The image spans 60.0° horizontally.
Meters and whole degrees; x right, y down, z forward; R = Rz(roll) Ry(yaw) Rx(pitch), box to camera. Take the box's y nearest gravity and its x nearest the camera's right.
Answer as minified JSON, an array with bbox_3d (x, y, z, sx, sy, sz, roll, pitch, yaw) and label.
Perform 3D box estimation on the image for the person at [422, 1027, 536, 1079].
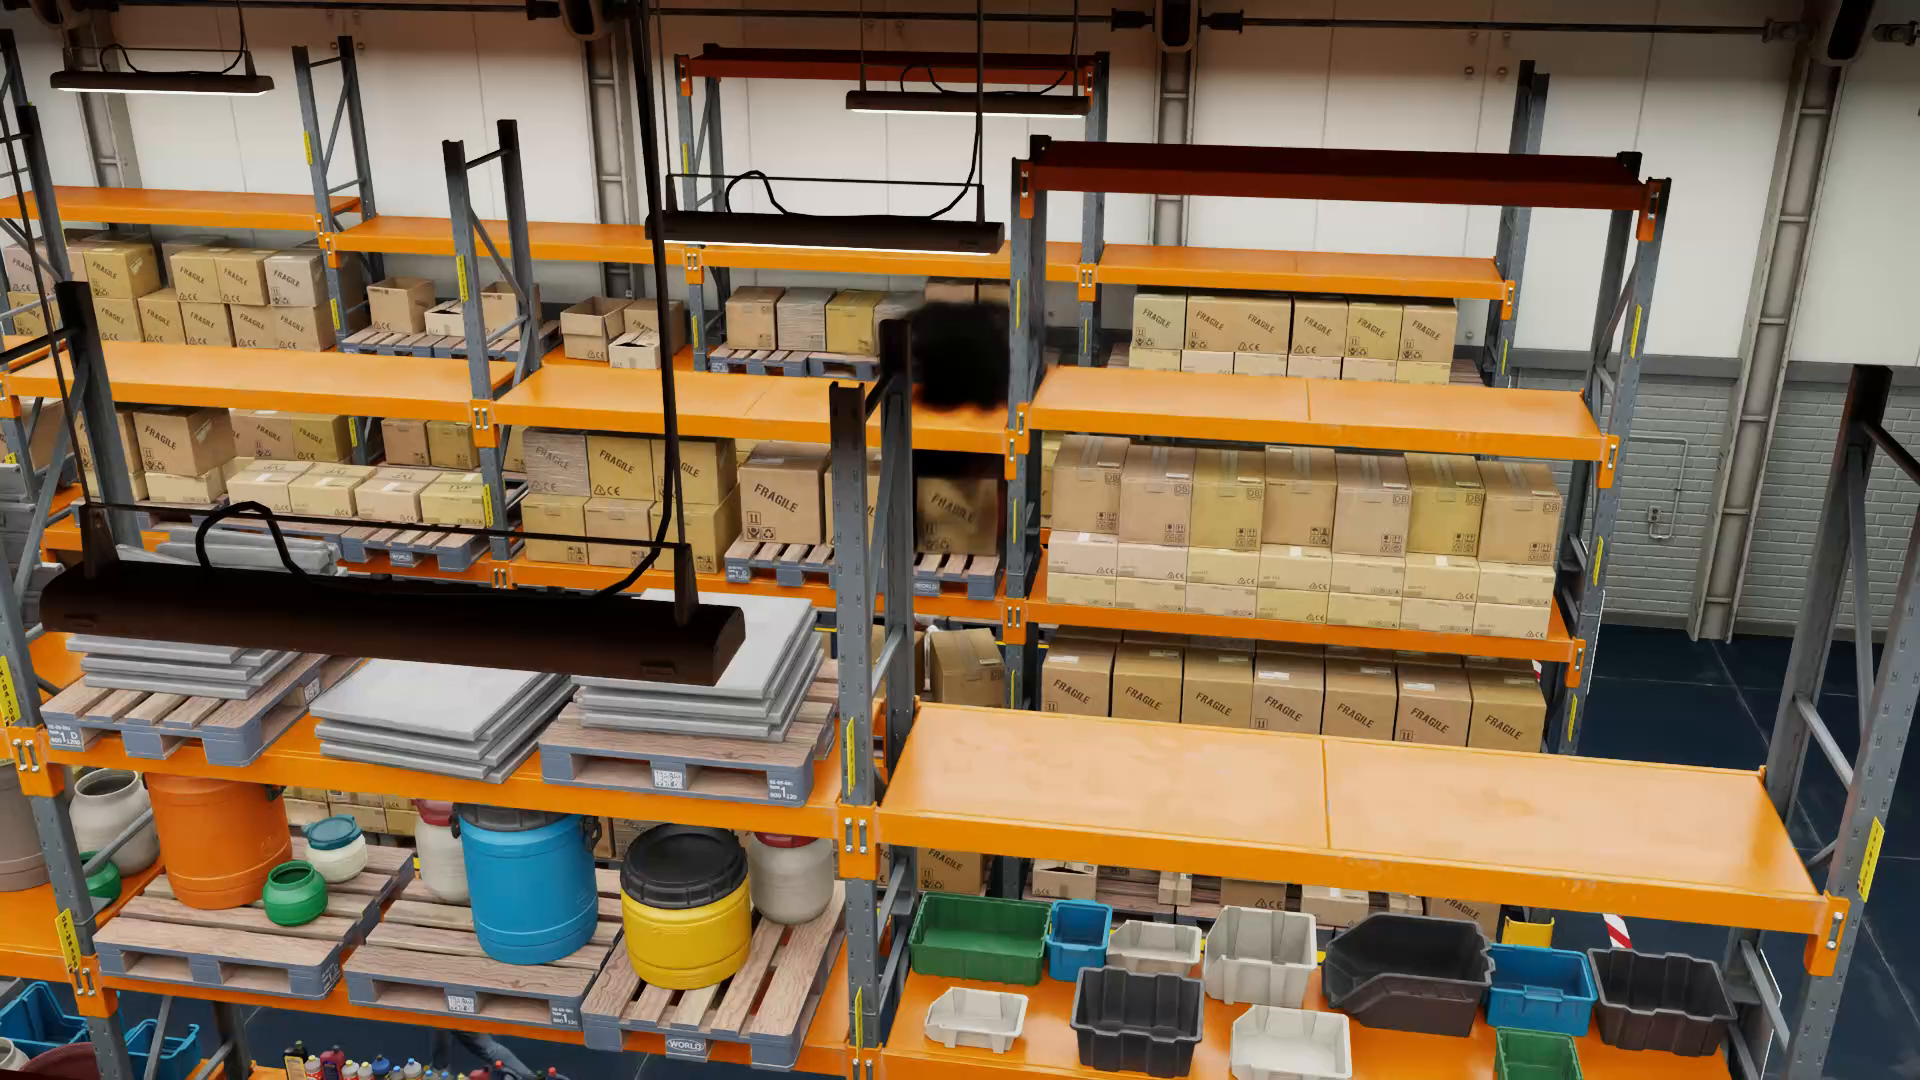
[{"bbox_3d":[-3.351,3.047,11.089,1.077,1.597,0.715,9,25,20],"label":"person"}]

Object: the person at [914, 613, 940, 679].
[{"bbox_3d":[-0.431,1.351,14.940,0.585,1.736,0.679,3,23,7],"label":"person"}]
